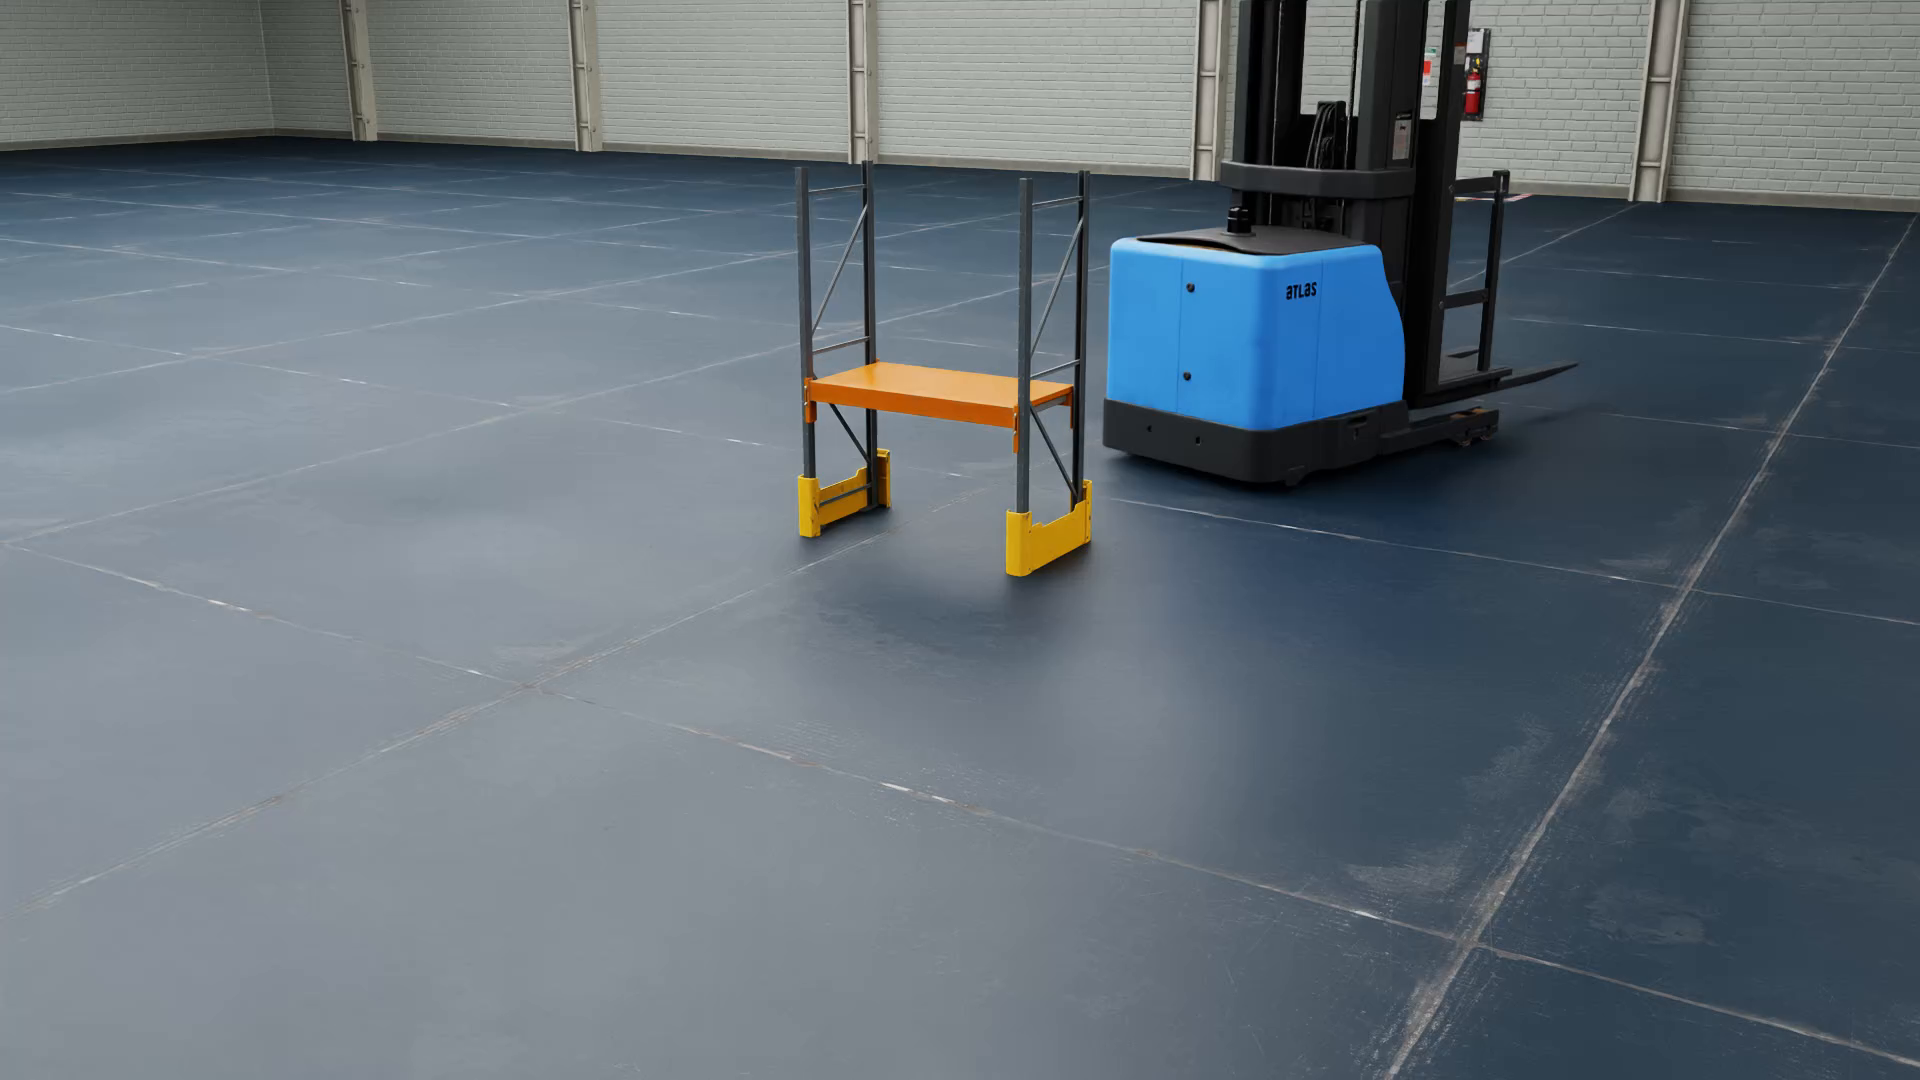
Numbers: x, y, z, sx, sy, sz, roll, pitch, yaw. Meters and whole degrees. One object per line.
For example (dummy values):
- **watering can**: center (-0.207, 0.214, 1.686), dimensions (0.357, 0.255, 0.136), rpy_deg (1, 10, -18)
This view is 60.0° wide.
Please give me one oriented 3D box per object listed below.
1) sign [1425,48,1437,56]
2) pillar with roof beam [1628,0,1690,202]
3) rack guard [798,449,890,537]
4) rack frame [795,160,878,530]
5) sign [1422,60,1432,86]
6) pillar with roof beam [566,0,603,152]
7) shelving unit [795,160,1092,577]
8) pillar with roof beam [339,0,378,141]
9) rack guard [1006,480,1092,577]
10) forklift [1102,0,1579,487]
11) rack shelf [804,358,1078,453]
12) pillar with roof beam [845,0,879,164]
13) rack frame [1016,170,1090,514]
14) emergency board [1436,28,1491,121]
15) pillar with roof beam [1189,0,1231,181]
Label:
- **sign**: center (6.158, -6.478, 22.073), dimensions (0.331, 0.109, 0.001), rpy_deg (10, 20, 30)
- **pillar with roof beam**: center (6.409, -7.520, 16.153), dimensions (0.400, 9.000, 9.100), rpy_deg (10, 20, 30)
- **rack guard**: center (-0.489, -0.207, 7.132), dimensions (0.087, 0.250, 0.587), rpy_deg (10, 20, 30)
- **rack frame**: center (-0.506, -0.808, 6.961), dimensions (0.032, 1.500, 0.500), rpy_deg (10, 20, 30)
- **sign**: center (6.159, -6.227, 22.160), dimensions (0.234, 0.329, 0.001), rpy_deg (10, 20, 30)
- **pillar with roof beam**: center (-8.929, -10.257, 25.167), dimensions (0.400, 9.000, 9.100), rpy_deg (10, 20, 30)
- **shelving unit**: center (-0.065, -0.729, 6.701), dimensions (1.083, 1.500, 0.587), rpy_deg (10, 20, 30)
- **pillar with roof beam**: center (-14.042, -11.170, 28.171), dimensions (0.400, 9.000, 9.100), rpy_deg (10, 20, 30)
- **rack guard**: center (0.359, -0.055, 6.634), dimensions (0.087, 0.250, 0.587), rpy_deg (10, 20, 30)
- **forklift**: center (2.146, -1.979, 8.353), dimensions (3.031, 2.935, 1.130), rpy_deg (-14, 22, -39)
- **rack shelf**: center (-0.073, -0.558, 6.758), dimensions (1.000, 0.185, 0.538), rpy_deg (10, 20, 30)
- **pillar with roof beam**: center (-3.816, -9.345, 22.162), dimensions (0.400, 9.000, 9.100), rpy_deg (10, 20, 30)
- **rack frame**: center (0.360, -0.653, 6.451), dimensions (0.032, 1.500, 0.500), rpy_deg (10, 20, 30)
- **emergency board**: center (6.576, -6.101, 21.804), dimensions (0.643, 1.169, 0.194), rpy_deg (10, 20, 30)
- **pillar with roof beam**: center (1.297, -8.432, 19.158), dimensions (0.400, 9.000, 9.100), rpy_deg (10, 20, 30)
